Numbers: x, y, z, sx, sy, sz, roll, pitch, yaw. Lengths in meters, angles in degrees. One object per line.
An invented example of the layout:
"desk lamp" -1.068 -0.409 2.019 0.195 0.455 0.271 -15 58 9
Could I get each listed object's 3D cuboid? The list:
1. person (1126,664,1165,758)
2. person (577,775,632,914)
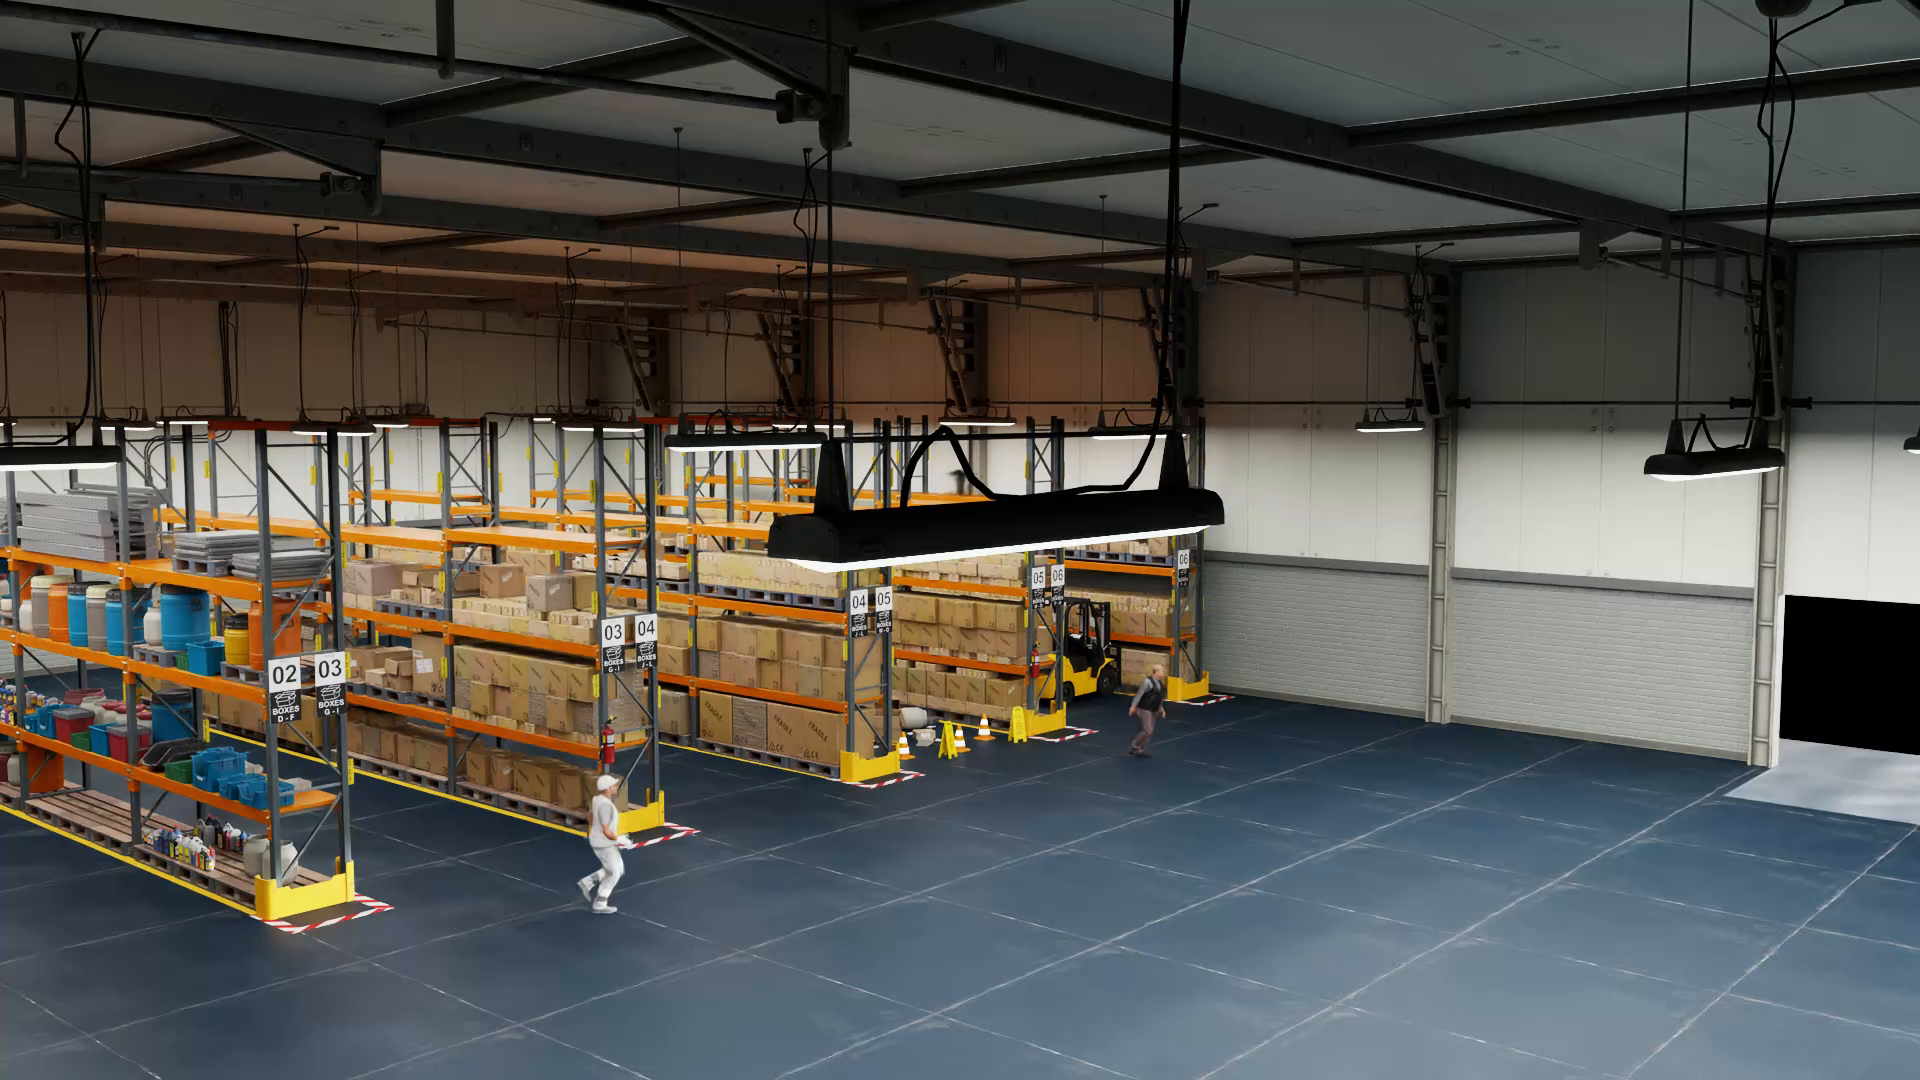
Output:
"person" 3.317 3.040 29.579 0.542 1.683 0.692 3 6 36
"person" -4.406 3.761 20.571 0.643 1.731 0.659 -2 5 -20
